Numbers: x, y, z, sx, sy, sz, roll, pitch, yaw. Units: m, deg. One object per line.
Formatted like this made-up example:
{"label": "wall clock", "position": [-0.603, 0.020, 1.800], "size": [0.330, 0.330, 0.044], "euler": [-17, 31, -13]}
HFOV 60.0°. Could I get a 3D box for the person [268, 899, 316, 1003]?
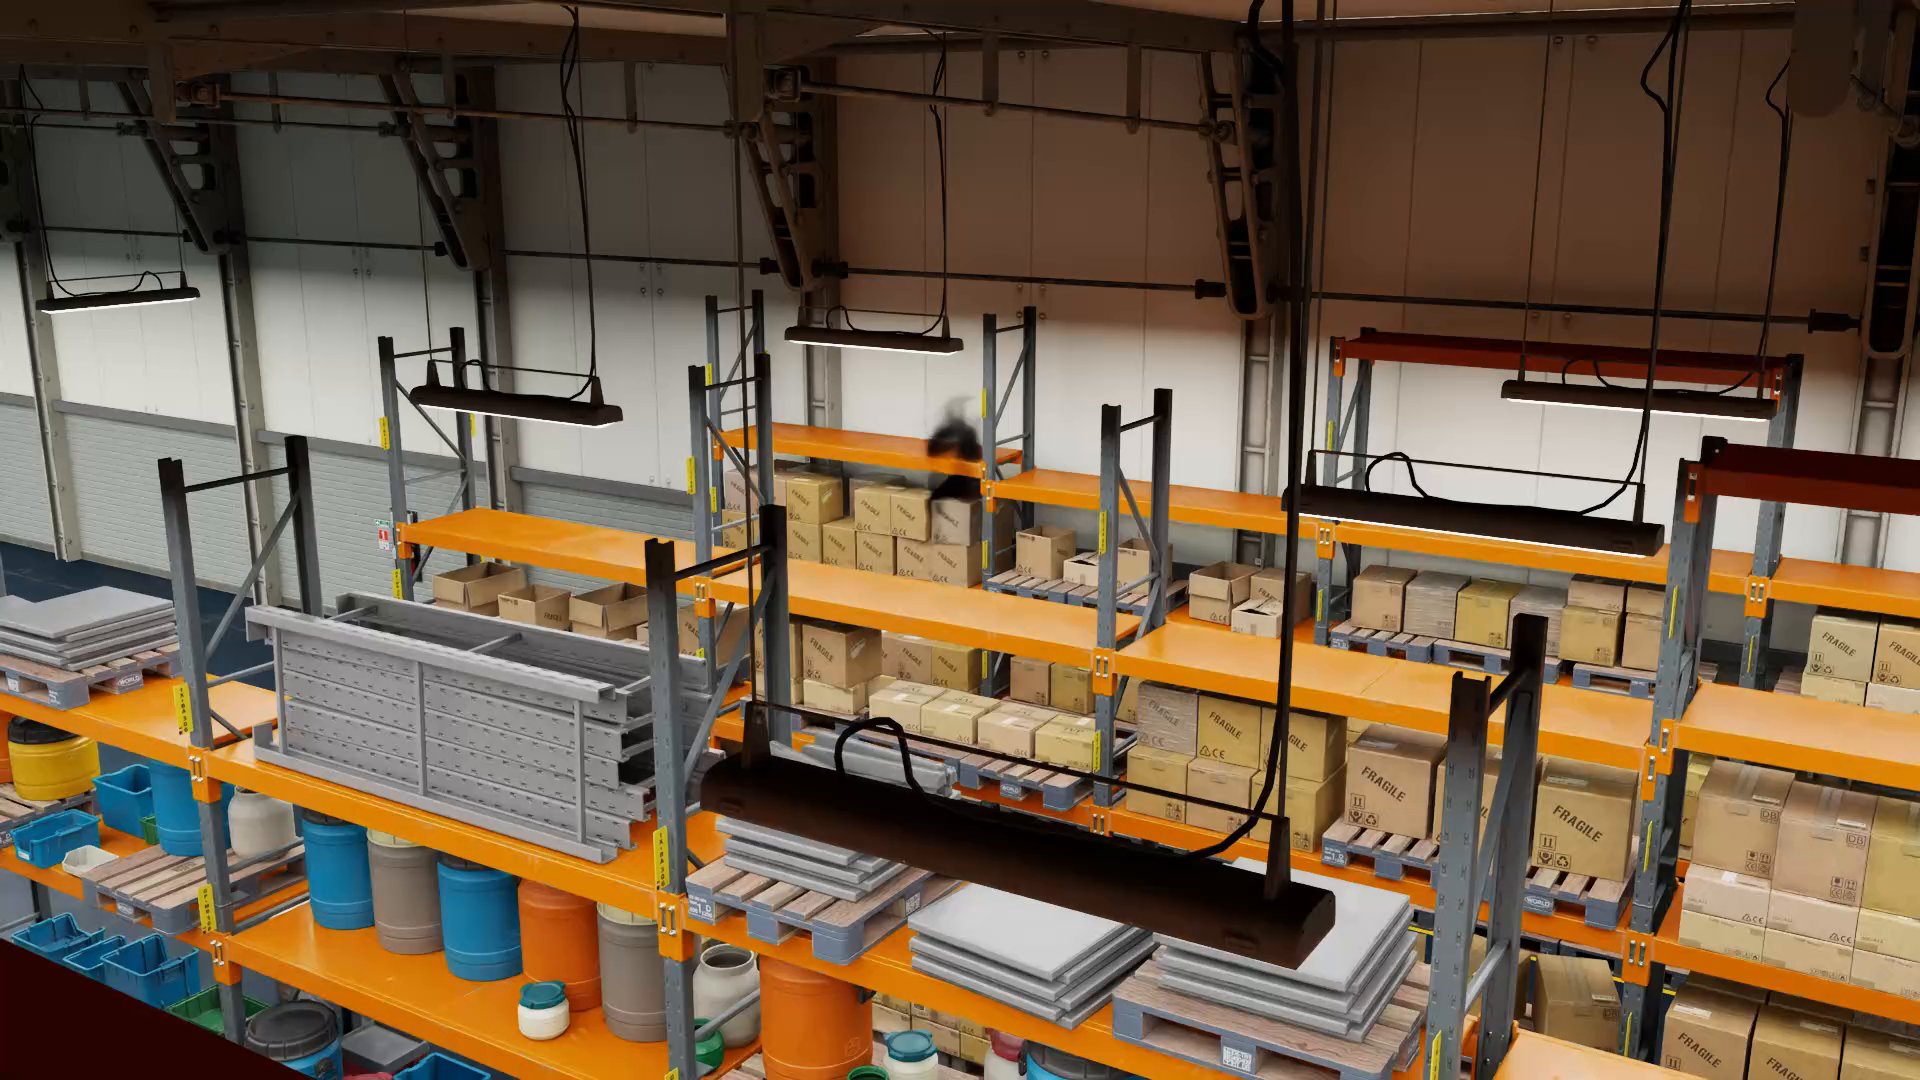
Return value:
{"label": "person", "position": [-5.899, 3.696, 14.672], "size": [0.596, 1.721, 0.690], "euler": [5, 15, 21]}
